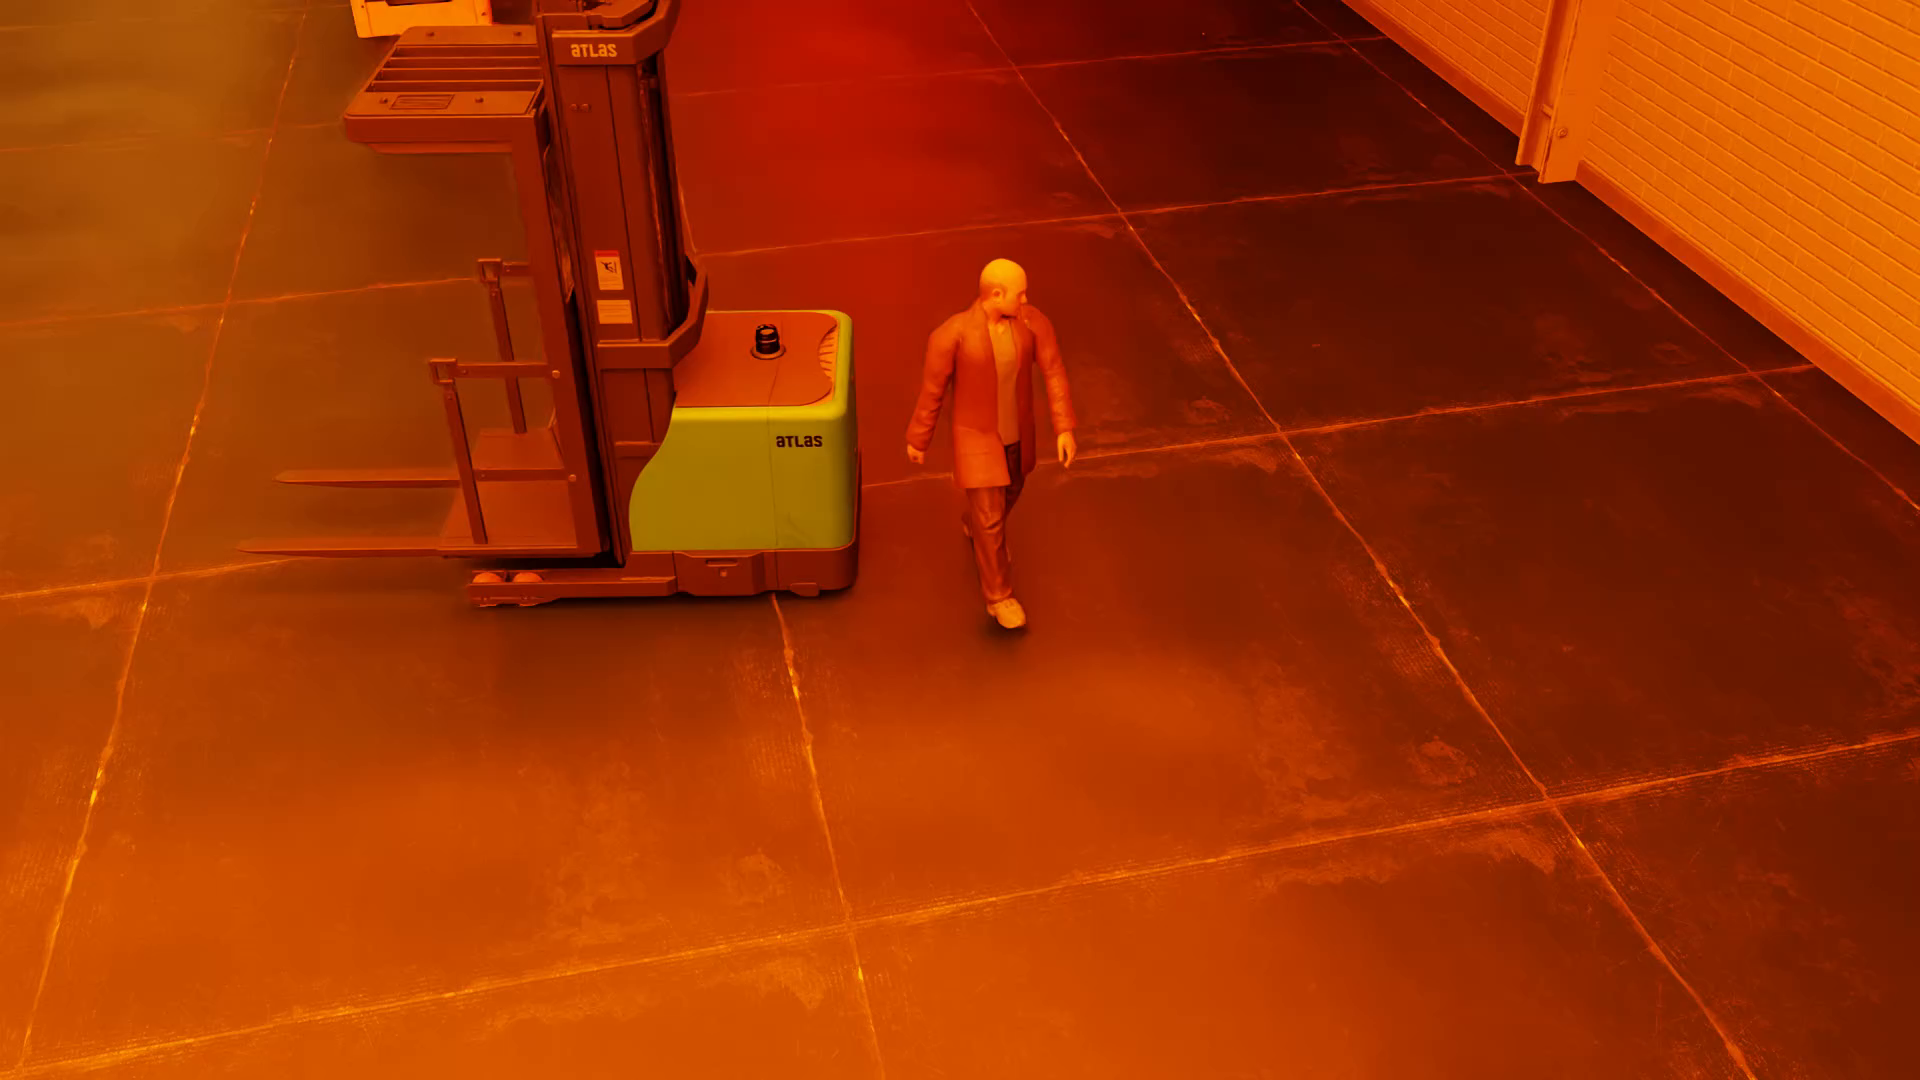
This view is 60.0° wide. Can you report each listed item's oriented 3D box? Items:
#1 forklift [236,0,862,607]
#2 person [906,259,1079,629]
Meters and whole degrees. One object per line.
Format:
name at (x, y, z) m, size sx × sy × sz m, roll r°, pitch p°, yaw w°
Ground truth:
forklift at (-2.029, -1.177, 7.686) m, size 3.031 × 2.935 × 1.130 m, roll -1°, pitch 36°, yaw -1°
person at (0.151, -0.467, 7.753) m, size 0.720 × 1.733 × 0.941 m, roll -20°, pitch 40°, yaw -26°
